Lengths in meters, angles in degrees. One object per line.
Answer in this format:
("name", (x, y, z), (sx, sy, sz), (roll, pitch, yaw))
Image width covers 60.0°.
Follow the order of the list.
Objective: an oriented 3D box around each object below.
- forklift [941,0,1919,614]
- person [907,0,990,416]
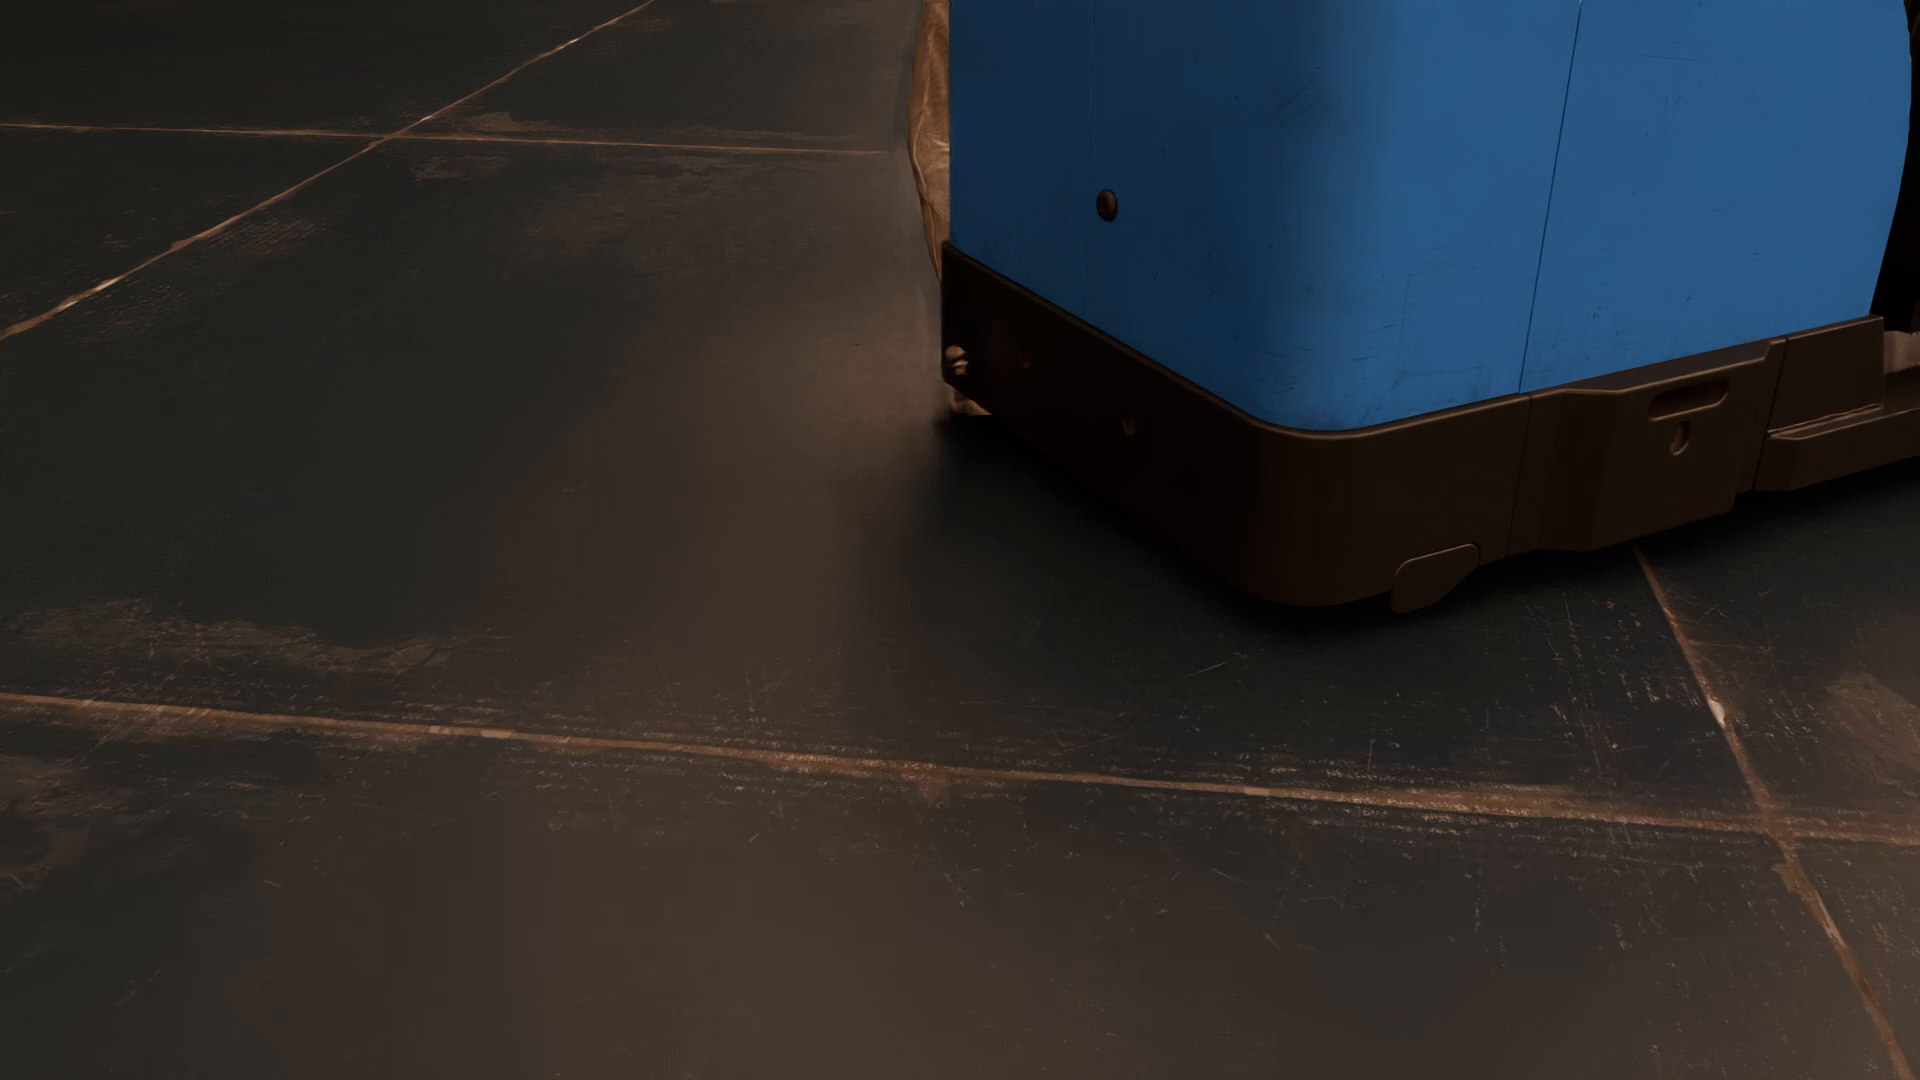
("forklift", (1.518, -1.660, 2.545), (3.031, 2.935, 1.130), (-13, 29, -24))
("person", (0.226, -1.126, 2.903), (0.832, 1.678, 0.880), (-8, 28, -16))
